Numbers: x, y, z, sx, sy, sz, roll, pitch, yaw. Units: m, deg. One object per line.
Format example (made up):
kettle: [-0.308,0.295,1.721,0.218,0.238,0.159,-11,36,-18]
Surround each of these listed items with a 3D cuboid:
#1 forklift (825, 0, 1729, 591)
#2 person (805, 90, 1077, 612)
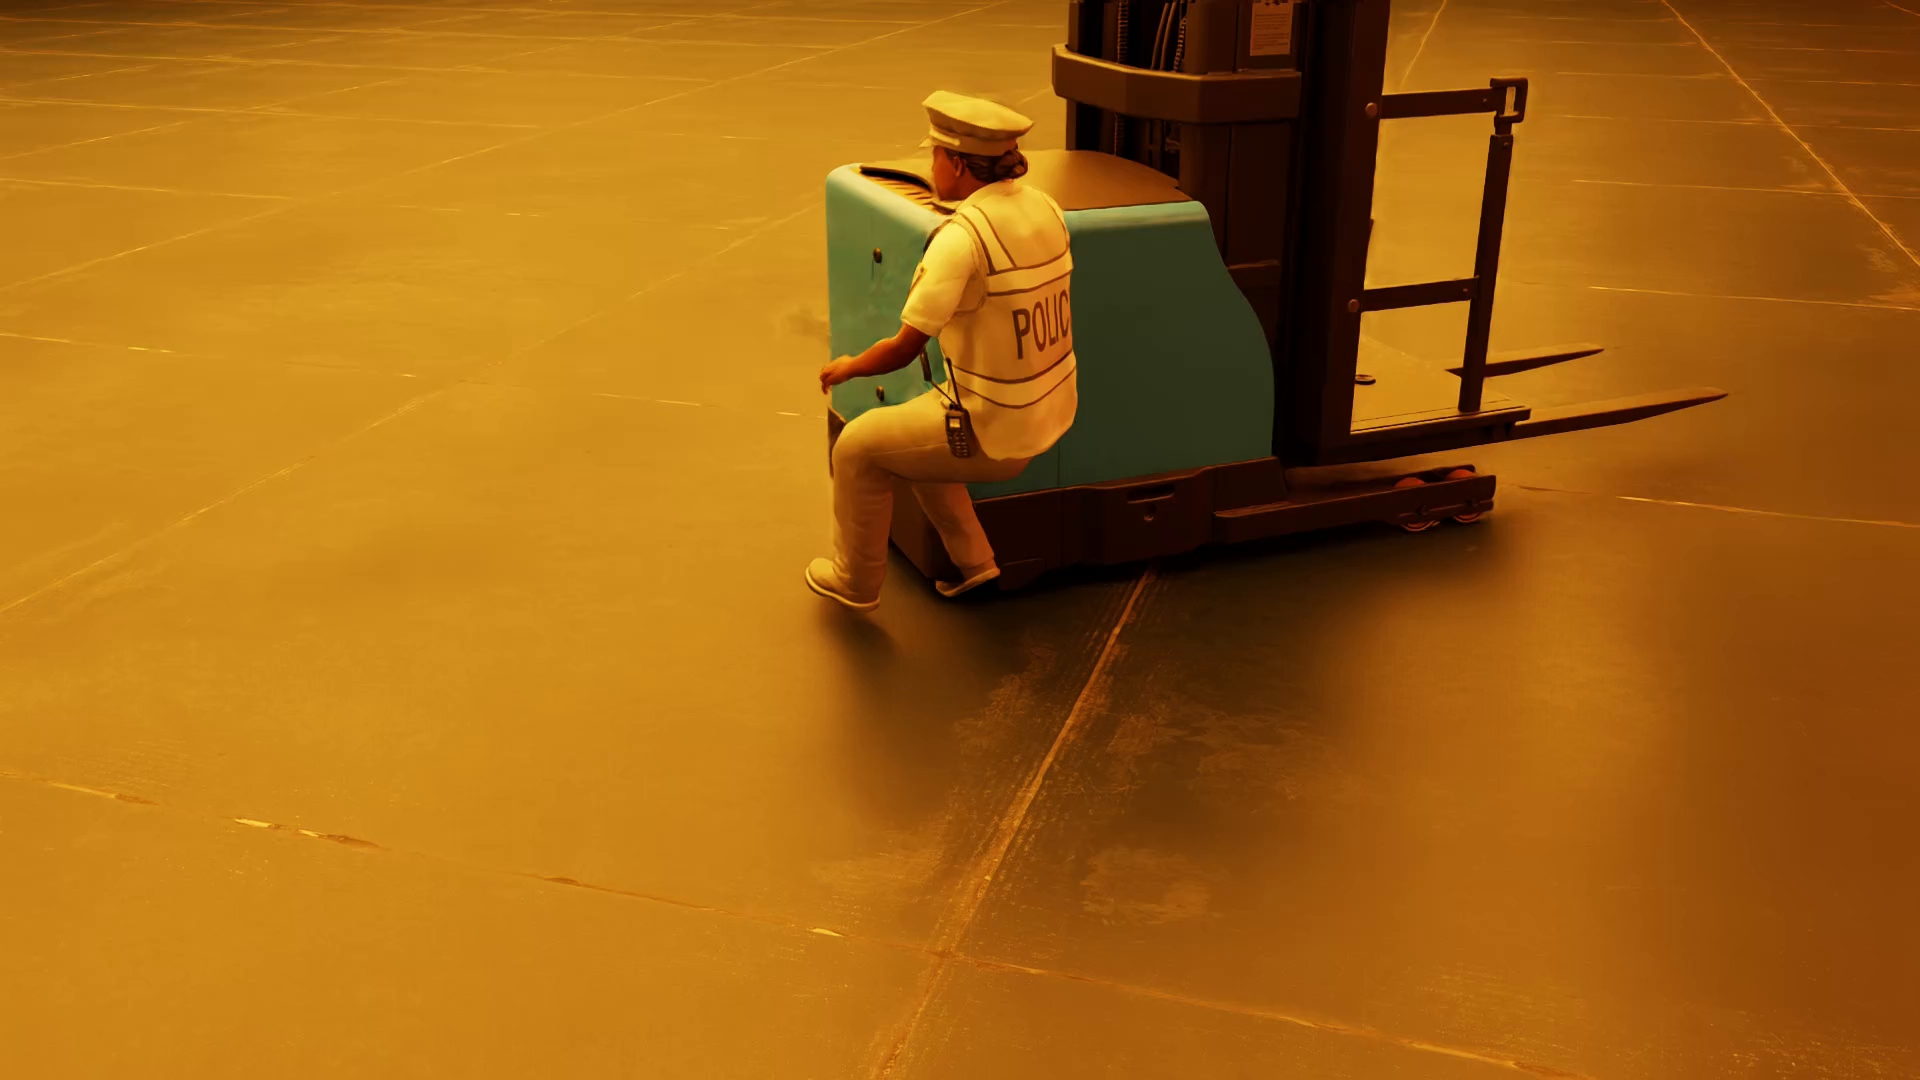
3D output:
forklift: [1.142,-1.558,5.052,3.031,2.935,1.130,-9,24,-20]
person: [-0.106,-0.399,4.240,0.815,1.465,0.730,12,25,27]
